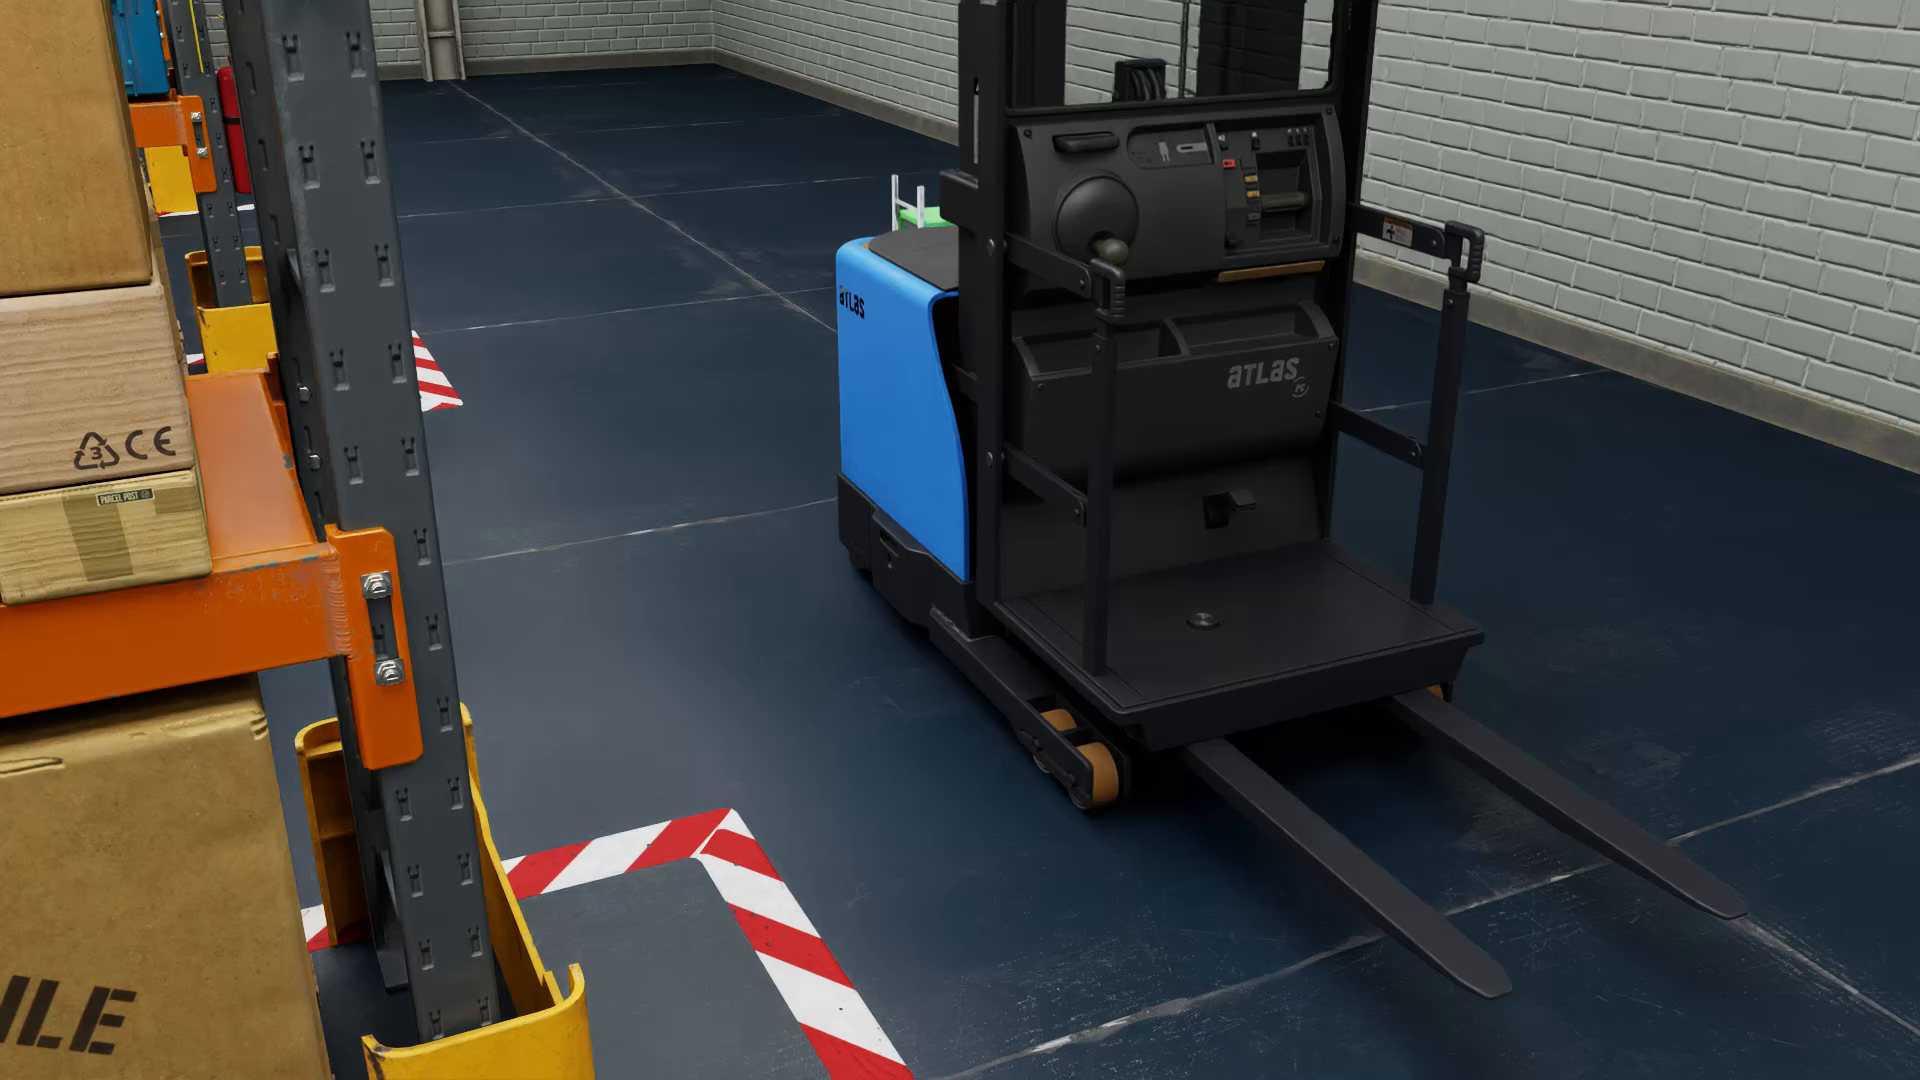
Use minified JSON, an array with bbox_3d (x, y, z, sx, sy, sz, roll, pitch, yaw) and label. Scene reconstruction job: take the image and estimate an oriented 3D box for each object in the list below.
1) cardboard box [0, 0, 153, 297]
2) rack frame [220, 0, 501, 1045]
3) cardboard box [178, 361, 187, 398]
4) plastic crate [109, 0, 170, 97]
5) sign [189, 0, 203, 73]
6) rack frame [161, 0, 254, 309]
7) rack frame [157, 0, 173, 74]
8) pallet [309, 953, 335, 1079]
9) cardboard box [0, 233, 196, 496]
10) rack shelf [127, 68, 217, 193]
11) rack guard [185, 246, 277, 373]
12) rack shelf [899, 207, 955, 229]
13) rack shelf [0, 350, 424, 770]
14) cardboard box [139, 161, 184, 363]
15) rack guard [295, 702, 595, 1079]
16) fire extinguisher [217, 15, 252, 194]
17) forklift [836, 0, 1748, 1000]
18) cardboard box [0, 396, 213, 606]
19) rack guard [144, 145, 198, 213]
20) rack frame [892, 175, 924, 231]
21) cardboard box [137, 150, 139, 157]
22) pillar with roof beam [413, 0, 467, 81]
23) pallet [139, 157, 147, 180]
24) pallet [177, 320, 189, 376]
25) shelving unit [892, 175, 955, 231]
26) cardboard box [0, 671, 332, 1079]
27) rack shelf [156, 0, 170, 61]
[{"bbox_3d":[-1.341,-0.598,2.099,0.500,0.500,0.500,-10,25,-23],"label":"cardboard box"},{"bbox_3d":[-1.016,-0.355,2.685,0.127,3.000,1.000,-10,25,-24],"label":"rack frame"},{"bbox_3d":[-1.479,-0.293,2.865,0.250,0.149,0.380,-10,25,-23],"label":"cardboard box"},{"bbox_3d":[-3.385,-1.986,6.501,0.499,0.435,0.616,-10,25,-24],"label":"plastic crate"},{"bbox_3d":[-2.911,-1.950,6.326,0.005,0.325,0.100,-10,25,-24],"label":"sign"},{"bbox_3d":[-3.165,-2.062,6.808,0.127,3.000,1.000,-10,25,-24],"label":"rack frame"},{"bbox_3d":[-5.309,-3.769,10.934,0.127,3.000,1.000,-10,25,-24],"label":"rack frame"},{"bbox_3d":[-1.703,1.093,2.833,1.213,0.211,1.003,-10,25,-24],"label":"pallet"},{"bbox_3d":[-1.338,-0.251,2.242,0.500,0.250,0.500,-11,25,-24],"label":"cardboard box"},{"bbox_3d":[-4.967,-1.397,6.145,4.000,0.370,1.077,-10,25,-24],"label":"rack shelf"},{"bbox_3d":[-3.149,-0.915,7.307,0.348,0.500,1.175,-10,25,-24],"label":"rack guard"},{"bbox_3d":[0.050,-1.049,5.628,0.480,0.148,0.258,-10,24,-23],"label":"rack shelf"},{"bbox_3d":[-2.819,0.309,2.021,4.000,0.370,1.077,-10,25,-24],"label":"rack shelf"},{"bbox_3d":[-1.566,-0.436,2.689,0.500,0.250,0.500,-11,25,-25],"label":"cardboard box"},{"bbox_3d":[-0.995,0.796,3.173,0.348,0.500,1.175,-10,25,-24],"label":"rack guard"},{"bbox_3d":[-2.832,-1.722,6.577,0.183,0.674,0.296,-10,25,-24],"label":"fire extinguisher"},{"bbox_3d":[0.664,-0.873,4.026,1.130,2.935,3.031,-10,24,-23],"label":"forklift"},{"bbox_3d":[-1.194,-0.066,2.316,0.250,0.149,0.380,-10,24,-23],"label":"cardboard box"},{"bbox_3d":[-5.378,-2.602,11.382,0.348,0.500,1.175,-10,25,-24],"label":"rack guard"},{"bbox_3d":[-0.172,-0.626,5.694,0.015,1.200,0.240,-10,24,-23],"label":"rack frame"},{"bbox_3d":[-5.836,-2.704,11.513,0.250,0.149,0.380,-10,25,-24],"label":"cardboard box"},{"bbox_3d":[-3.536,-7.510,12.127,0.400,9.000,9.100,-10,25,-24],"label":"pillar with roof beam"},{"bbox_3d":[-6.096,-2.336,11.117,1.213,0.211,1.003,-10,25,-24],"label":"pallet"},{"bbox_3d":[-3.924,-0.650,7.044,1.213,0.211,1.003,-10,25,-24],"label":"pallet"},{"bbox_3d":[0.050,-0.665,5.787,0.503,1.200,0.258,-10,24,-23],"label":"shelving unit"},{"bbox_3d":[-1.558,0.567,2.688,0.875,0.875,0.875,-10,25,-24],"label":"cardboard box"},{"bbox_3d":[-7.112,-3.105,10.270,4.000,0.370,1.077,-10,25,-24],"label":"rack shelf"}]
